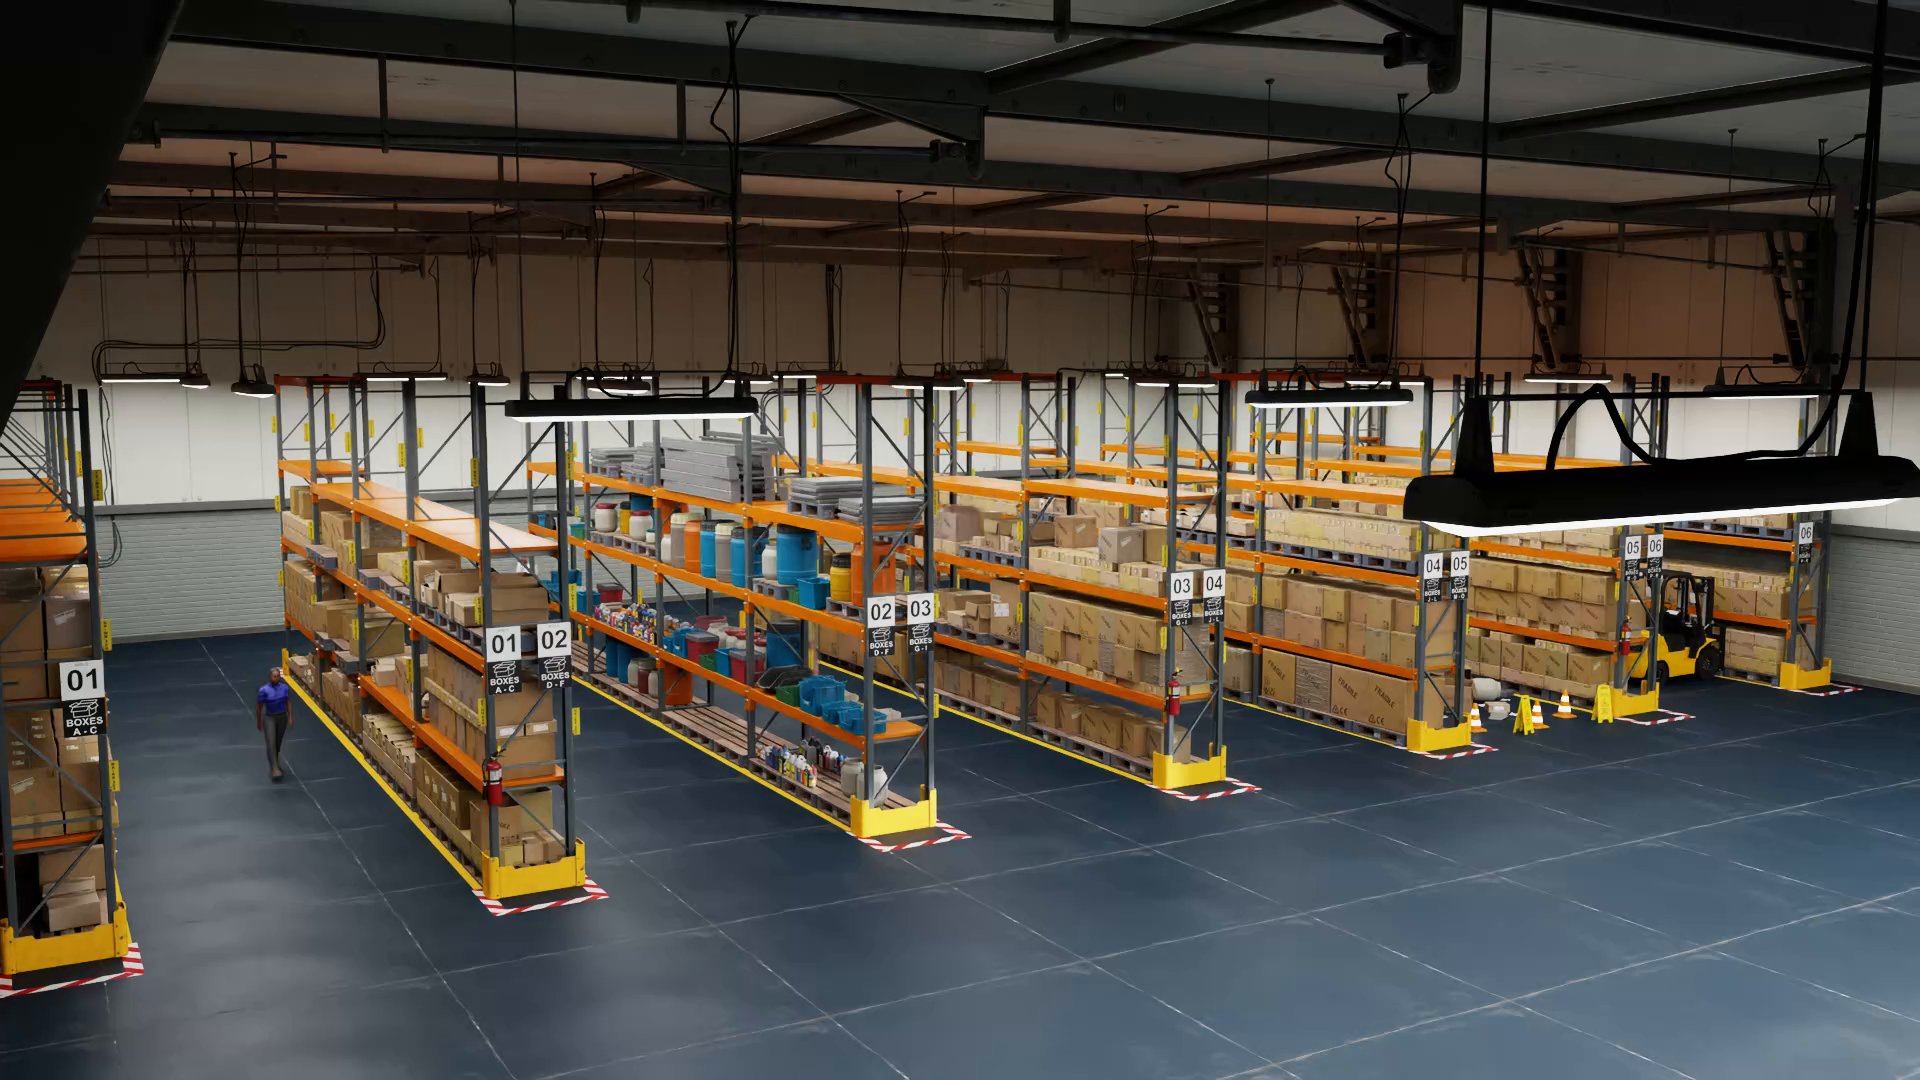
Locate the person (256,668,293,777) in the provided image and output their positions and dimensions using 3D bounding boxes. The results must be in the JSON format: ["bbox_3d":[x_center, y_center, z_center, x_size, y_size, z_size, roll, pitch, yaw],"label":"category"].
[{"bbox_3d":[-10.396,2.744,25.300,0.474,1.605,0.970,-6,9,-44],"label":"person"}]

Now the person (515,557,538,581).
[{"bbox_3d":[-10.373,1.113,39.783,0.524,1.745,1.069,3,7,27],"label":"person"}]

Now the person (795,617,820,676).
[{"bbox_3d":[-3.000,1.956,32.486,0.469,1.603,1.060,-3,7,-27],"label":"person"}]
